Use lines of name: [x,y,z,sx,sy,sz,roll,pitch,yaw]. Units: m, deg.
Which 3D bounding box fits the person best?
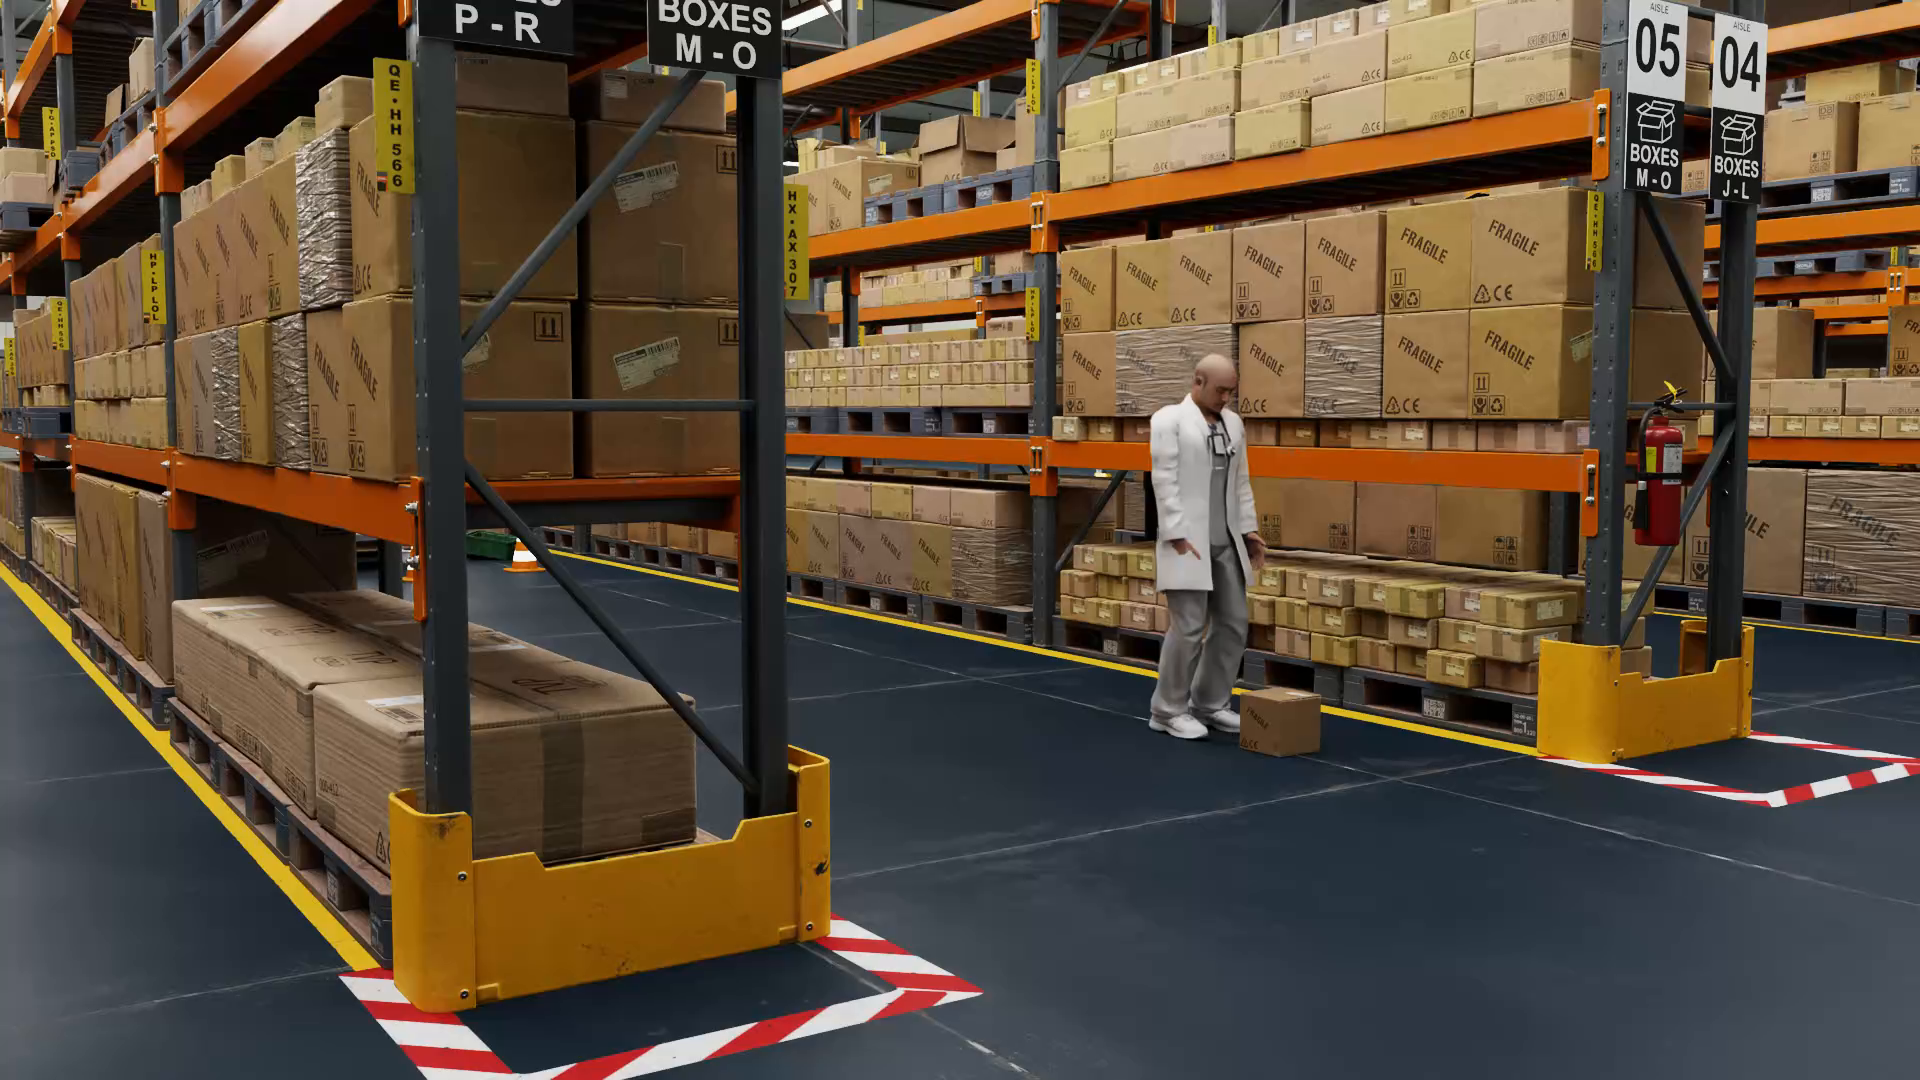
person: [1.140,0.021,7.694,0.575,1.757,0.381,-3,5,-34]
